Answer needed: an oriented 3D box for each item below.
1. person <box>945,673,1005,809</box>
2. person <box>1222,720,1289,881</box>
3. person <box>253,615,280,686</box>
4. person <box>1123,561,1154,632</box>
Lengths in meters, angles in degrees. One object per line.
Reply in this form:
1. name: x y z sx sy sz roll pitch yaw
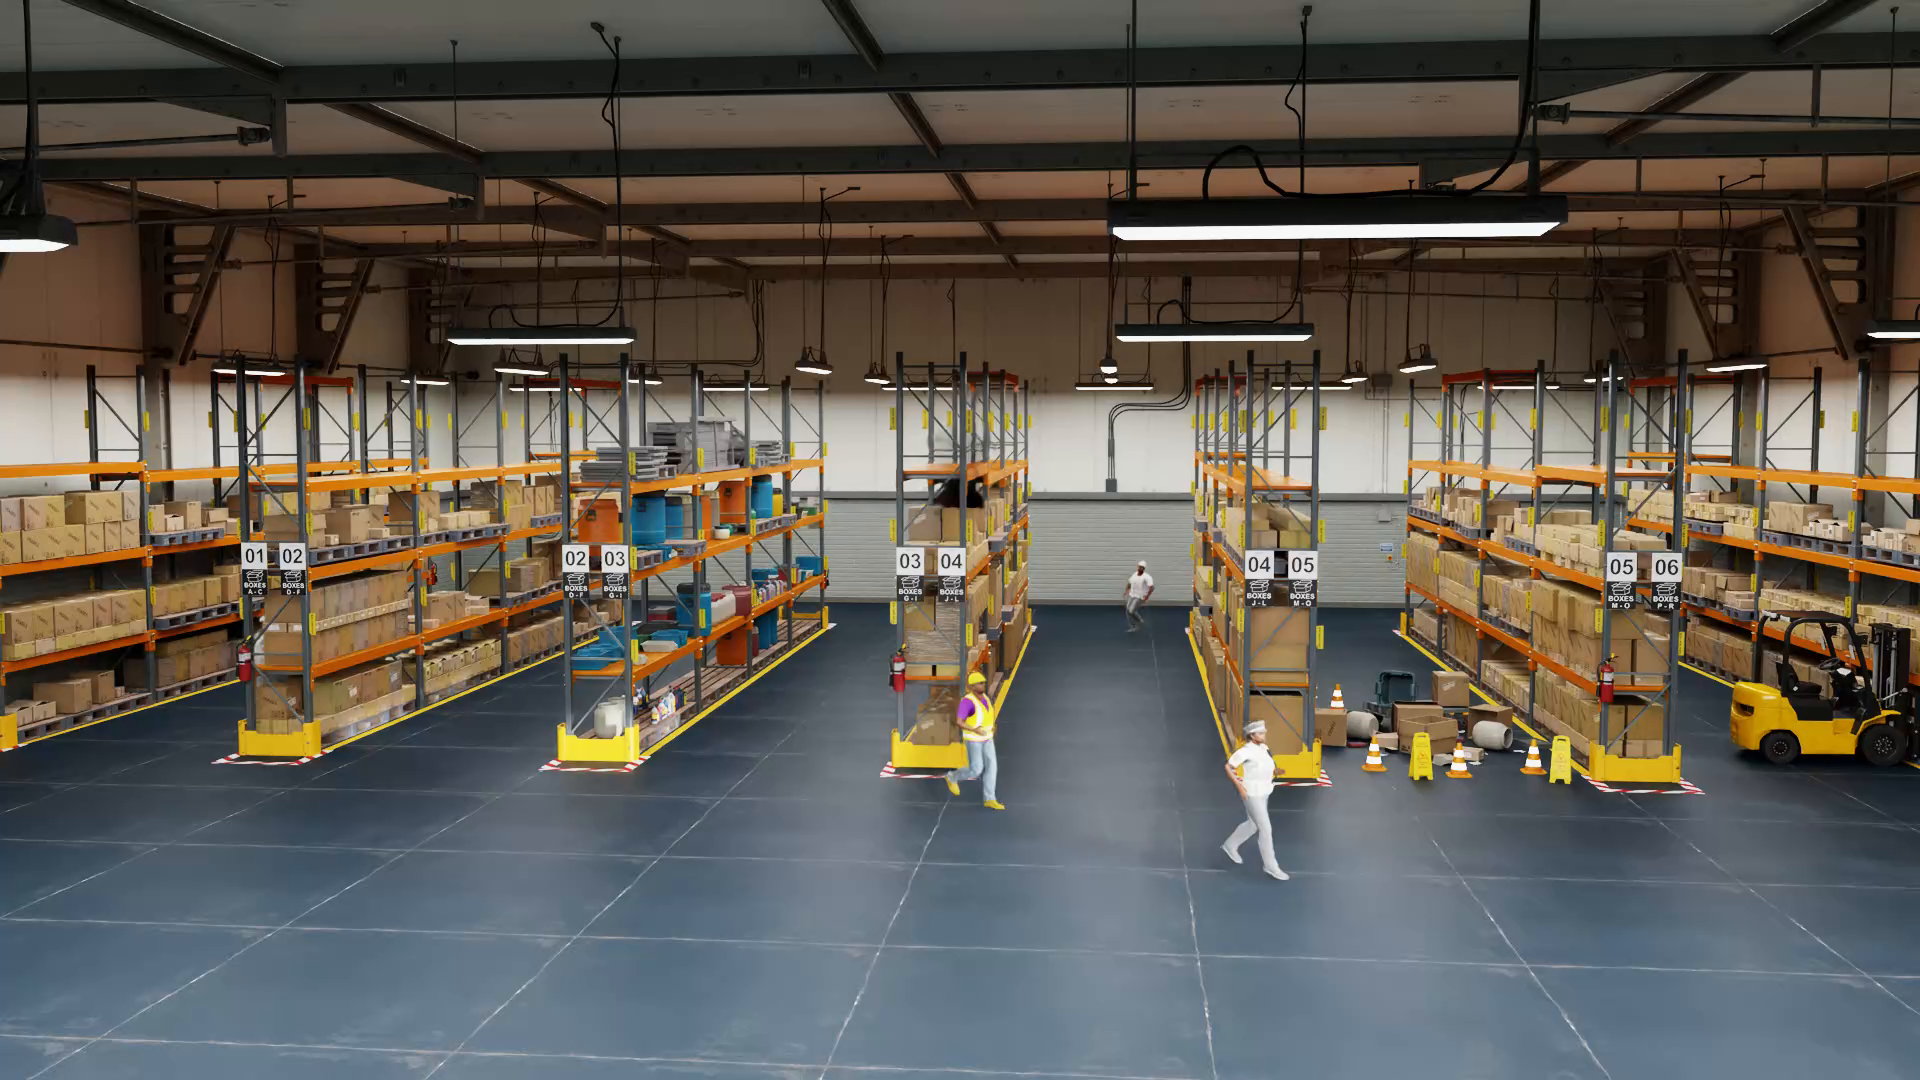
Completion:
1. person: 0.207 2.595 21.632 0.900 1.758 0.704 3 5 39
2. person: 3.265 2.830 18.386 0.908 1.711 0.566 3 5 39
3. person: -11.576 2.122 27.753 0.656 1.758 0.969 0 4 -4
4. person: 4.176 1.353 39.445 0.509 1.708 0.760 -3 5 -38
